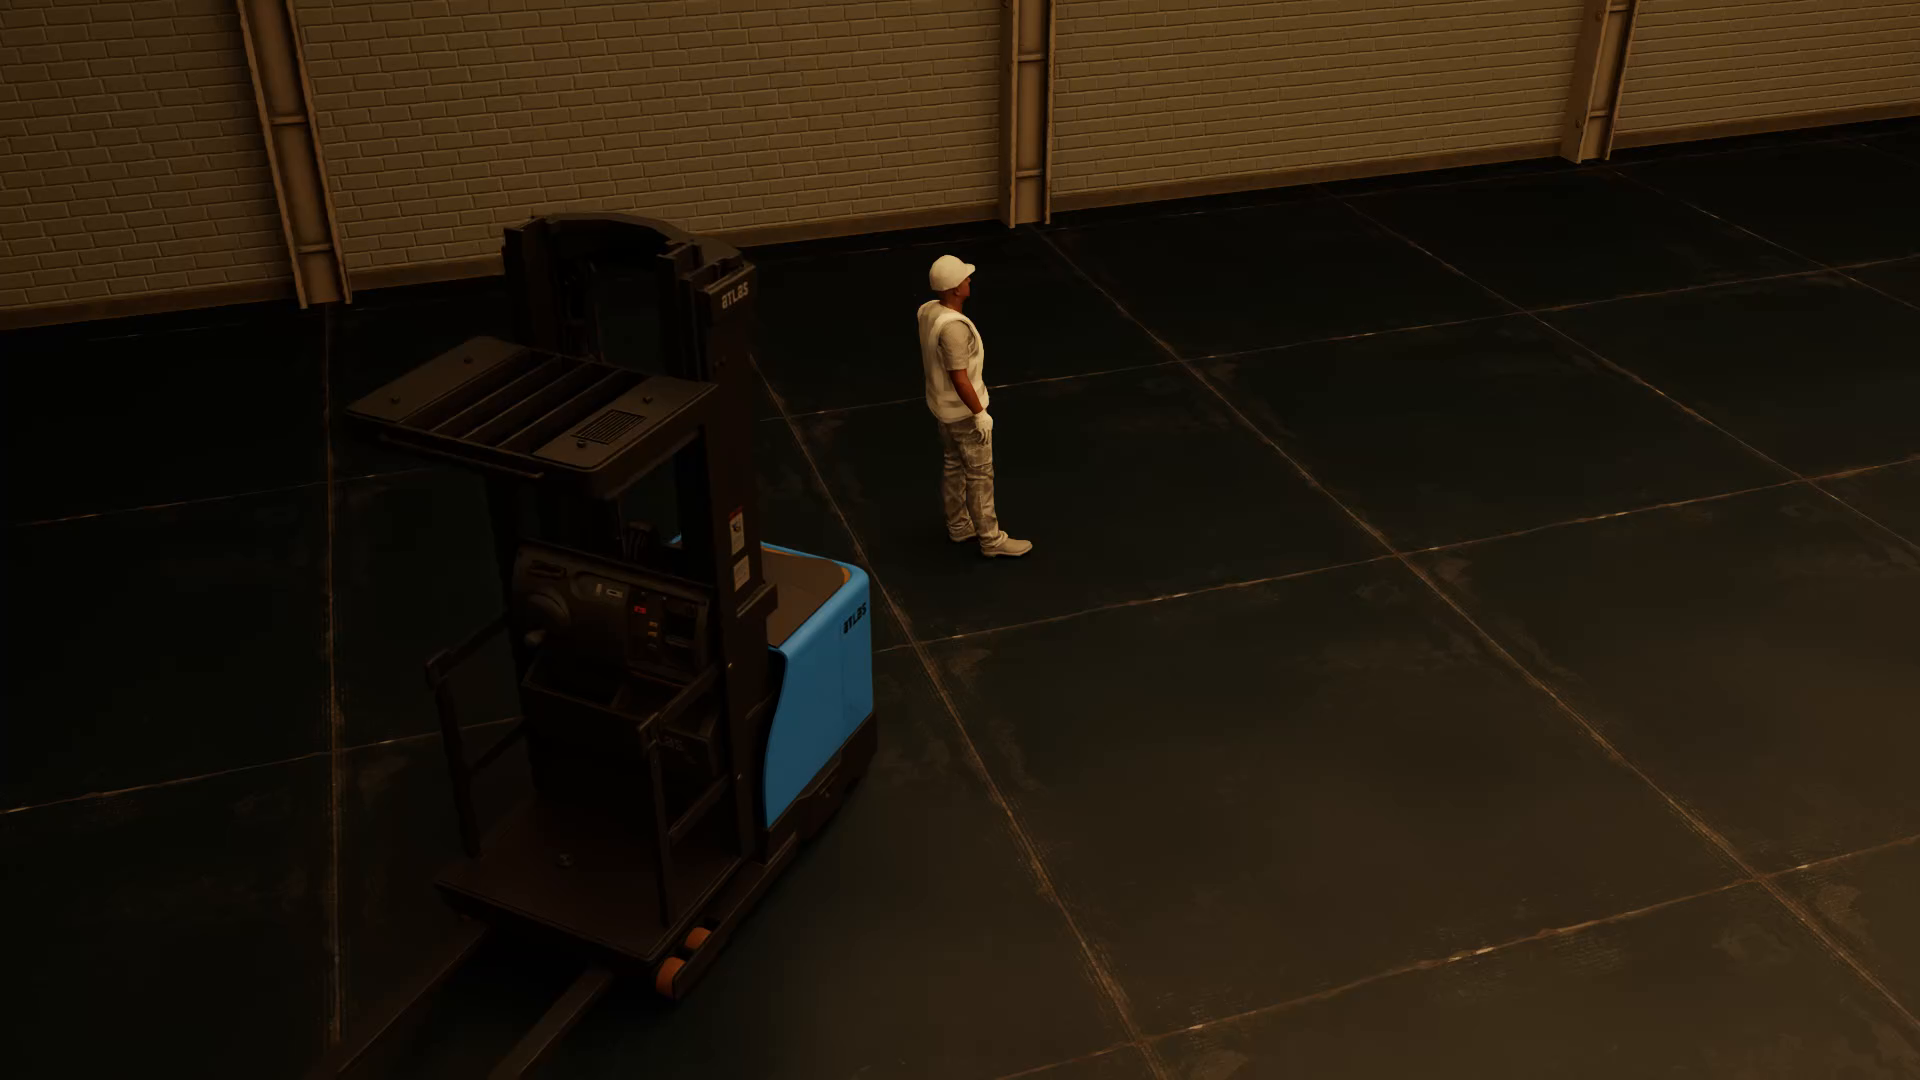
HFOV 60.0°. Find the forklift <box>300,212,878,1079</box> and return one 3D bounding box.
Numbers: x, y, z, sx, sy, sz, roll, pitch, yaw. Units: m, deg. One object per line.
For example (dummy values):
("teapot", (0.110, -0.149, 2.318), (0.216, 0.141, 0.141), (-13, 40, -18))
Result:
("forklift", (-1.491, 0.348, 6.481), (1.130, 2.935, 3.031), (13, 33, 22))

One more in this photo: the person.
("person", (0.071, -0.787, 9.591), (0.575, 1.785, 0.657), (-10, 31, -16))
